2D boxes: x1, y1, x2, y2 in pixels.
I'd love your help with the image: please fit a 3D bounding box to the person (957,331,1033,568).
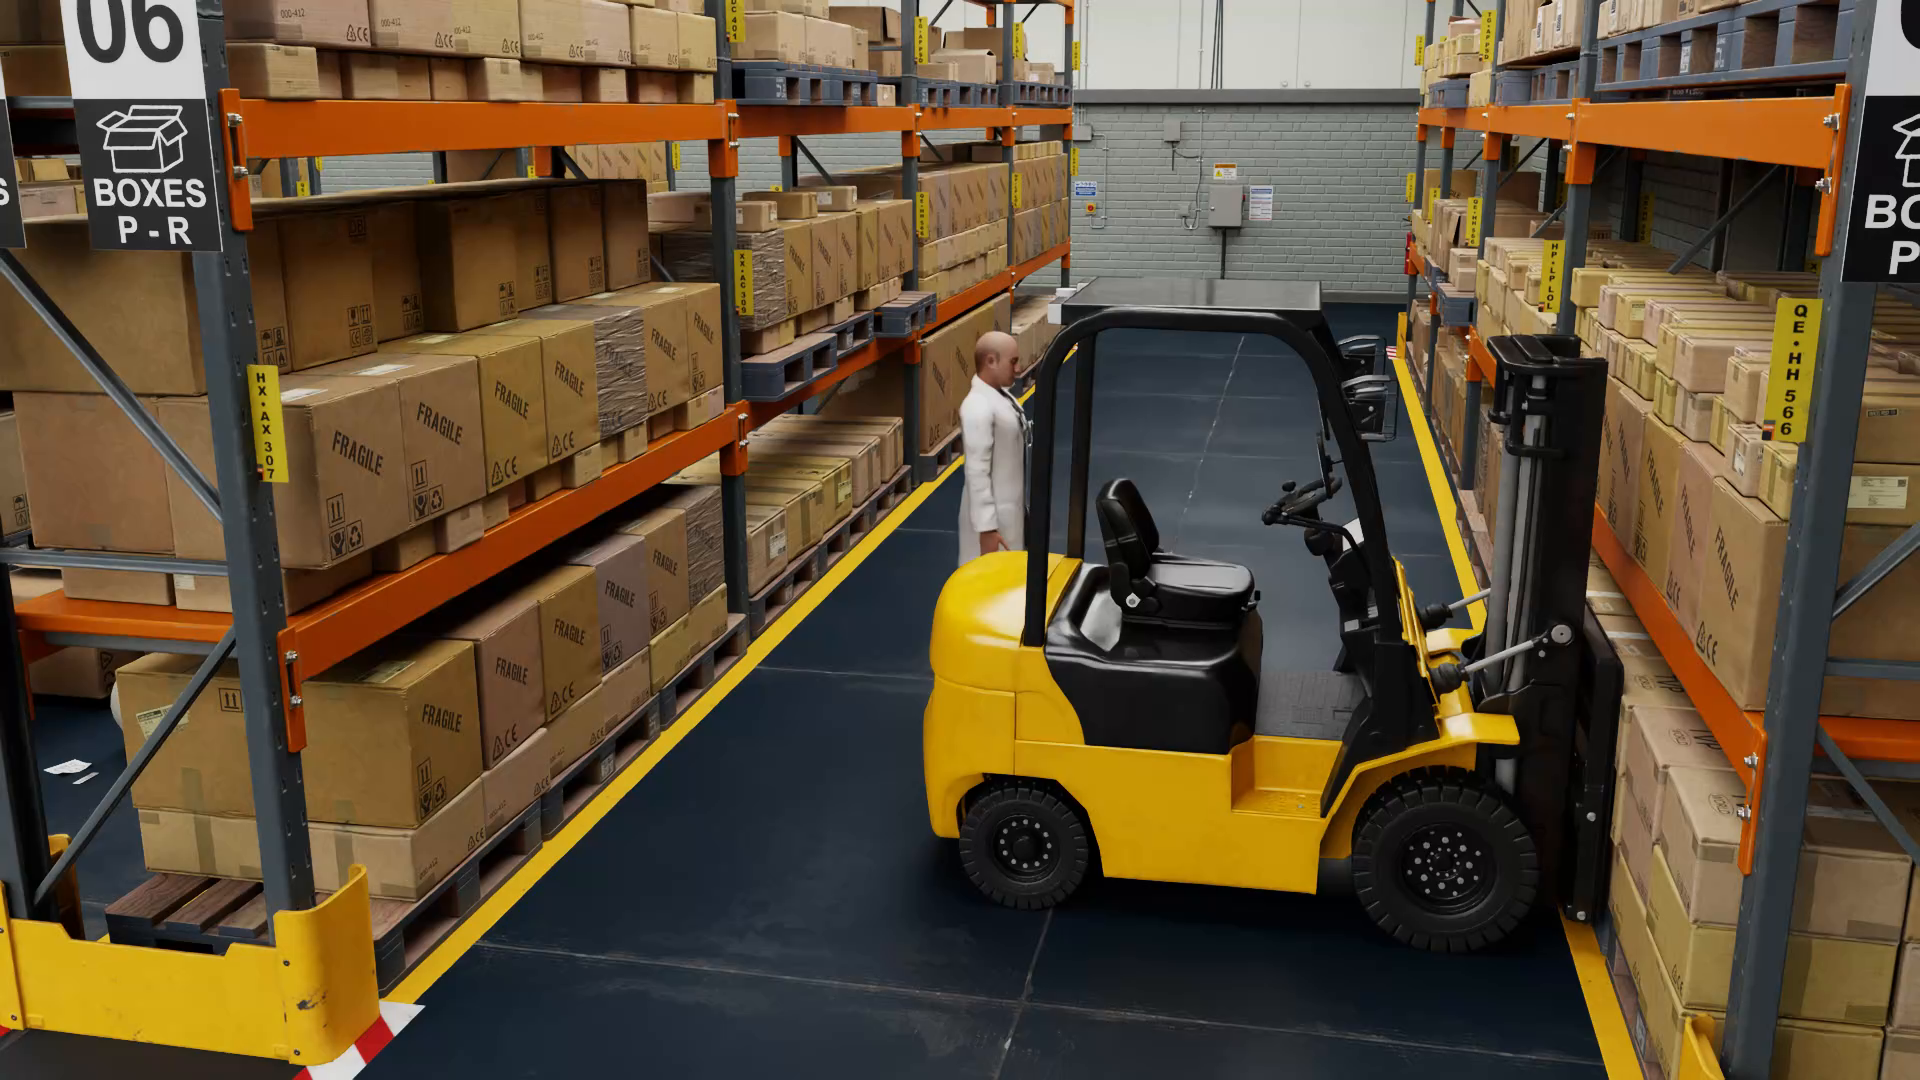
[{"bbox_3d":[0.203,-0.062,7.846,0.409,1.838,0.645,3,15,11],"label":"person"}]
